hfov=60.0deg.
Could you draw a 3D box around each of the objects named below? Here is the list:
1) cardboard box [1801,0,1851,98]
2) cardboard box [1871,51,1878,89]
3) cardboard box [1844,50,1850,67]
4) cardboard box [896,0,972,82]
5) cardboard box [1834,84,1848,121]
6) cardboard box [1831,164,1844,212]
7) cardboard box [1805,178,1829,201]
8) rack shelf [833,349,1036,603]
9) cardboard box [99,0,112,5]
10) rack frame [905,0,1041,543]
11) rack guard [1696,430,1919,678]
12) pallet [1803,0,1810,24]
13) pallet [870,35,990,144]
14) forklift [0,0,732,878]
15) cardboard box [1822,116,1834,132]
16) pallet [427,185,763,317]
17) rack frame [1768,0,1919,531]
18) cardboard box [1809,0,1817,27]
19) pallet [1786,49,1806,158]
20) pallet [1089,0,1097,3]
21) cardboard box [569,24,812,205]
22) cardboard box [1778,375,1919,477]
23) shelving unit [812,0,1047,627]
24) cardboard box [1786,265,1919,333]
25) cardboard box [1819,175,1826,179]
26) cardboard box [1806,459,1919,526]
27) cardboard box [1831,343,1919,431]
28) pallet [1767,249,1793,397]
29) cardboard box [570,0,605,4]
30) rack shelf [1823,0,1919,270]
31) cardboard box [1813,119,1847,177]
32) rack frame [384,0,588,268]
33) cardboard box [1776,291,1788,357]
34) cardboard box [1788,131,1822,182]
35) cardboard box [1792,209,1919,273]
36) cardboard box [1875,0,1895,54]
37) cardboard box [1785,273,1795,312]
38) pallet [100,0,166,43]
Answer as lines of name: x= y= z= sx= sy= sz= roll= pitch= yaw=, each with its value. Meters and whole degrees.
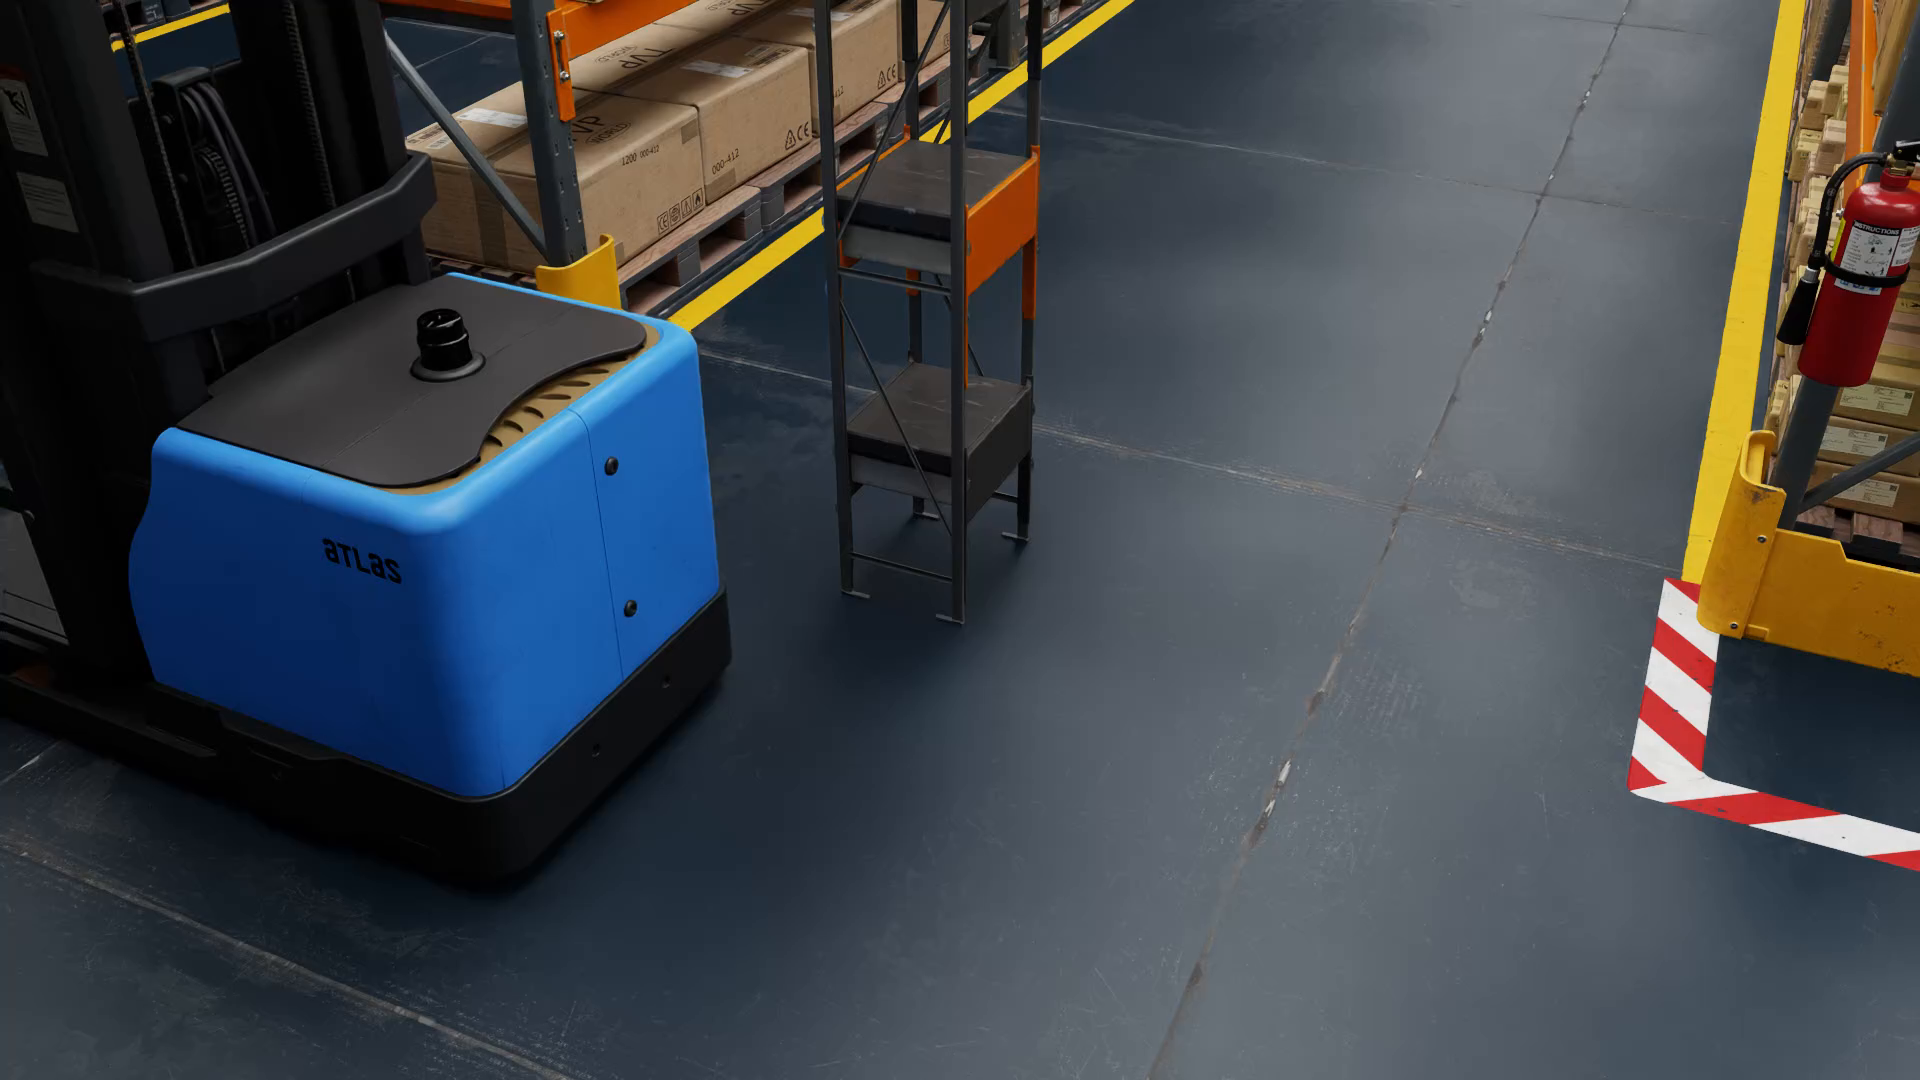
cardboard box: x=4.472 y=-2.458 z=8.160 sx=0.500 sy=0.500 sz=0.500 roll=13 pitch=36 yaw=20
cardboard box: x=2.912 y=-1.408 z=4.890 sx=0.380 sy=0.149 sz=0.250 roll=15 pitch=36 yaw=22
cardboard box: x=4.059 y=-2.010 z=7.254 sx=0.380 sy=0.149 sz=0.250 roll=16 pitch=36 yaw=22
cardboard box: x=-0.508 y=-2.803 z=8.743 sx=0.875 sy=0.438 sz=0.875 roll=14 pitch=36 yaw=20
cardboard box: x=3.828 y=-1.749 z=6.856 sx=0.380 sy=0.149 sz=0.250 roll=14 pitch=36 yaw=20
cardboard box: x=3.382 y=-1.237 z=6.076 sx=0.380 sy=0.149 sz=0.250 roll=14 pitch=36 yaw=21
cardboard box: x=3.440 y=-1.250 z=6.366 sx=0.380 sy=0.149 sz=0.250 roll=14 pitch=36 yaw=20
rack shelf: x=-0.069 y=-0.199 z=4.940 sx=0.431 sy=0.518 sz=0.480 roll=14 pitch=36 yaw=20
cardboard box: x=-5.162 y=-3.479 z=9.716 sx=0.700 sy=0.500 sz=0.500 roll=13 pitch=35 yaw=19
rack frame: x=0.033 y=-0.917 z=4.734 sx=0.400 sy=2.100 sz=0.015 roll=14 pitch=36 yaw=20
rack guard: x=2.749 y=0.098 z=4.645 sx=1.175 sy=0.500 sz=0.348 roll=14 pitch=36 yaw=20
pallet: x=5.736 y=-3.339 z=10.149 sx=1.003 sy=0.211 sz=1.213 roll=14 pitch=36 yaw=20
pallet: x=-0.537 y=-2.460 z=8.809 sx=1.003 sy=0.211 sz=1.213 roll=14 pitch=36 yaw=20
forklift: x=-2.188 y=-0.974 z=4.063 sx=3.031 sy=2.935 sz=1.130 roll=15 pitch=36 yaw=22
cardboard box: x=3.924 y=-1.756 z=7.138 sx=0.380 sy=0.149 sz=0.250 roll=14 pitch=36 yaw=21
pallet: x=-1.557 y=-1.245 z=6.956 sx=1.003 sy=0.211 sz=1.213 roll=14 pitch=36 yaw=20
rack frame: x=2.717 y=-0.909 z=3.901 sx=1.000 sy=3.000 sz=0.127 roll=14 pitch=36 yaw=20
cardboard box: x=4.905 y=-2.968 z=8.938 sx=0.500 sy=0.500 sz=0.500 roll=13 pitch=36 yaw=19
pallet: x=4.715 y=-2.124 z=8.296 sx=1.003 sy=0.211 sz=1.213 roll=14 pitch=36 yaw=20
pallet: x=0.616 y=-3.832 z=10.902 sx=1.003 sy=0.211 sz=1.213 roll=14 pitch=36 yaw=20
cardboard box: x=-1.260 y=-1.908 z=7.378 sx=0.875 sy=0.438 sz=0.875 roll=15 pitch=36 yaw=22
cardboard box: x=2.679 y=-0.346 z=4.987 sx=0.380 sy=0.149 sz=0.250 roll=13 pitch=36 yaw=19
shelving unit: x=-0.069 y=-0.796 z=4.549 sx=0.431 sy=2.100 sz=0.503 roll=14 pitch=36 yaw=20
cardboard box: x=2.859 y=-0.734 z=5.308 sx=0.380 sy=0.149 sz=0.250 roll=13 pitch=36 yaw=19
cardboard box: x=3.718 y=-1.371 z=6.823 sx=0.380 sy=0.149 sz=0.250 roll=13 pitch=36 yaw=20
cardboard box: x=2.748 y=-0.203 z=5.041 sx=0.380 sy=0.149 sz=0.250 roll=15 pitch=36 yaw=21
cardboard box: x=2.709 y=-0.464 z=4.896 sx=0.380 sy=0.149 sz=0.250 roll=15 pitch=36 yaw=21
pallet: x=3.633 y=-0.783 z=6.252 sx=1.003 sy=0.211 sz=1.213 roll=14 pitch=36 yaw=20
cardboard box: x=-1.359 y=-2.210 z=5.793 sx=0.500 sy=0.500 sz=0.500 roll=14 pitch=36 yaw=20
rack shelf: x=3.554 y=-1.605 z=5.618 sx=1.077 sy=0.370 sz=4.000 roll=14 pitch=36 yaw=20
cardboard box: x=3.559 y=-1.506 z=6.485 sx=0.380 sy=0.149 sz=0.250 roll=15 pitch=36 yaw=21
rack frame: x=-1.821 y=-1.995 z=5.557 sx=1.000 sy=3.000 sz=0.127 roll=14 pitch=36 yaw=20
cardboard box: x=3.094 y=-0.733 z=5.850 sx=0.380 sy=0.149 sz=0.250 roll=13 pitch=35 yaw=18
cardboard box: x=3.835 y=-1.645 z=7.240 sx=0.380 sy=0.149 sz=0.250 roll=15 pitch=36 yaw=22
cardboard box: x=3.087 y=-0.995 z=5.706 sx=0.380 sy=0.149 sz=0.250 roll=16 pitch=36 yaw=22
cardboard box: x=2.892 y=-1.614 z=4.613 sx=0.500 sy=0.500 sz=0.500 roll=14 pitch=36 yaw=20
cardboard box: x=3.100 y=-0.866 z=5.780 sx=0.380 sy=0.149 sz=0.250 roll=15 pitch=36 yaw=21
pallet: x=-5.455 y=-3.006 z=9.642 sx=1.003 sy=0.211 sz=1.213 roll=14 pitch=36 yaw=20
